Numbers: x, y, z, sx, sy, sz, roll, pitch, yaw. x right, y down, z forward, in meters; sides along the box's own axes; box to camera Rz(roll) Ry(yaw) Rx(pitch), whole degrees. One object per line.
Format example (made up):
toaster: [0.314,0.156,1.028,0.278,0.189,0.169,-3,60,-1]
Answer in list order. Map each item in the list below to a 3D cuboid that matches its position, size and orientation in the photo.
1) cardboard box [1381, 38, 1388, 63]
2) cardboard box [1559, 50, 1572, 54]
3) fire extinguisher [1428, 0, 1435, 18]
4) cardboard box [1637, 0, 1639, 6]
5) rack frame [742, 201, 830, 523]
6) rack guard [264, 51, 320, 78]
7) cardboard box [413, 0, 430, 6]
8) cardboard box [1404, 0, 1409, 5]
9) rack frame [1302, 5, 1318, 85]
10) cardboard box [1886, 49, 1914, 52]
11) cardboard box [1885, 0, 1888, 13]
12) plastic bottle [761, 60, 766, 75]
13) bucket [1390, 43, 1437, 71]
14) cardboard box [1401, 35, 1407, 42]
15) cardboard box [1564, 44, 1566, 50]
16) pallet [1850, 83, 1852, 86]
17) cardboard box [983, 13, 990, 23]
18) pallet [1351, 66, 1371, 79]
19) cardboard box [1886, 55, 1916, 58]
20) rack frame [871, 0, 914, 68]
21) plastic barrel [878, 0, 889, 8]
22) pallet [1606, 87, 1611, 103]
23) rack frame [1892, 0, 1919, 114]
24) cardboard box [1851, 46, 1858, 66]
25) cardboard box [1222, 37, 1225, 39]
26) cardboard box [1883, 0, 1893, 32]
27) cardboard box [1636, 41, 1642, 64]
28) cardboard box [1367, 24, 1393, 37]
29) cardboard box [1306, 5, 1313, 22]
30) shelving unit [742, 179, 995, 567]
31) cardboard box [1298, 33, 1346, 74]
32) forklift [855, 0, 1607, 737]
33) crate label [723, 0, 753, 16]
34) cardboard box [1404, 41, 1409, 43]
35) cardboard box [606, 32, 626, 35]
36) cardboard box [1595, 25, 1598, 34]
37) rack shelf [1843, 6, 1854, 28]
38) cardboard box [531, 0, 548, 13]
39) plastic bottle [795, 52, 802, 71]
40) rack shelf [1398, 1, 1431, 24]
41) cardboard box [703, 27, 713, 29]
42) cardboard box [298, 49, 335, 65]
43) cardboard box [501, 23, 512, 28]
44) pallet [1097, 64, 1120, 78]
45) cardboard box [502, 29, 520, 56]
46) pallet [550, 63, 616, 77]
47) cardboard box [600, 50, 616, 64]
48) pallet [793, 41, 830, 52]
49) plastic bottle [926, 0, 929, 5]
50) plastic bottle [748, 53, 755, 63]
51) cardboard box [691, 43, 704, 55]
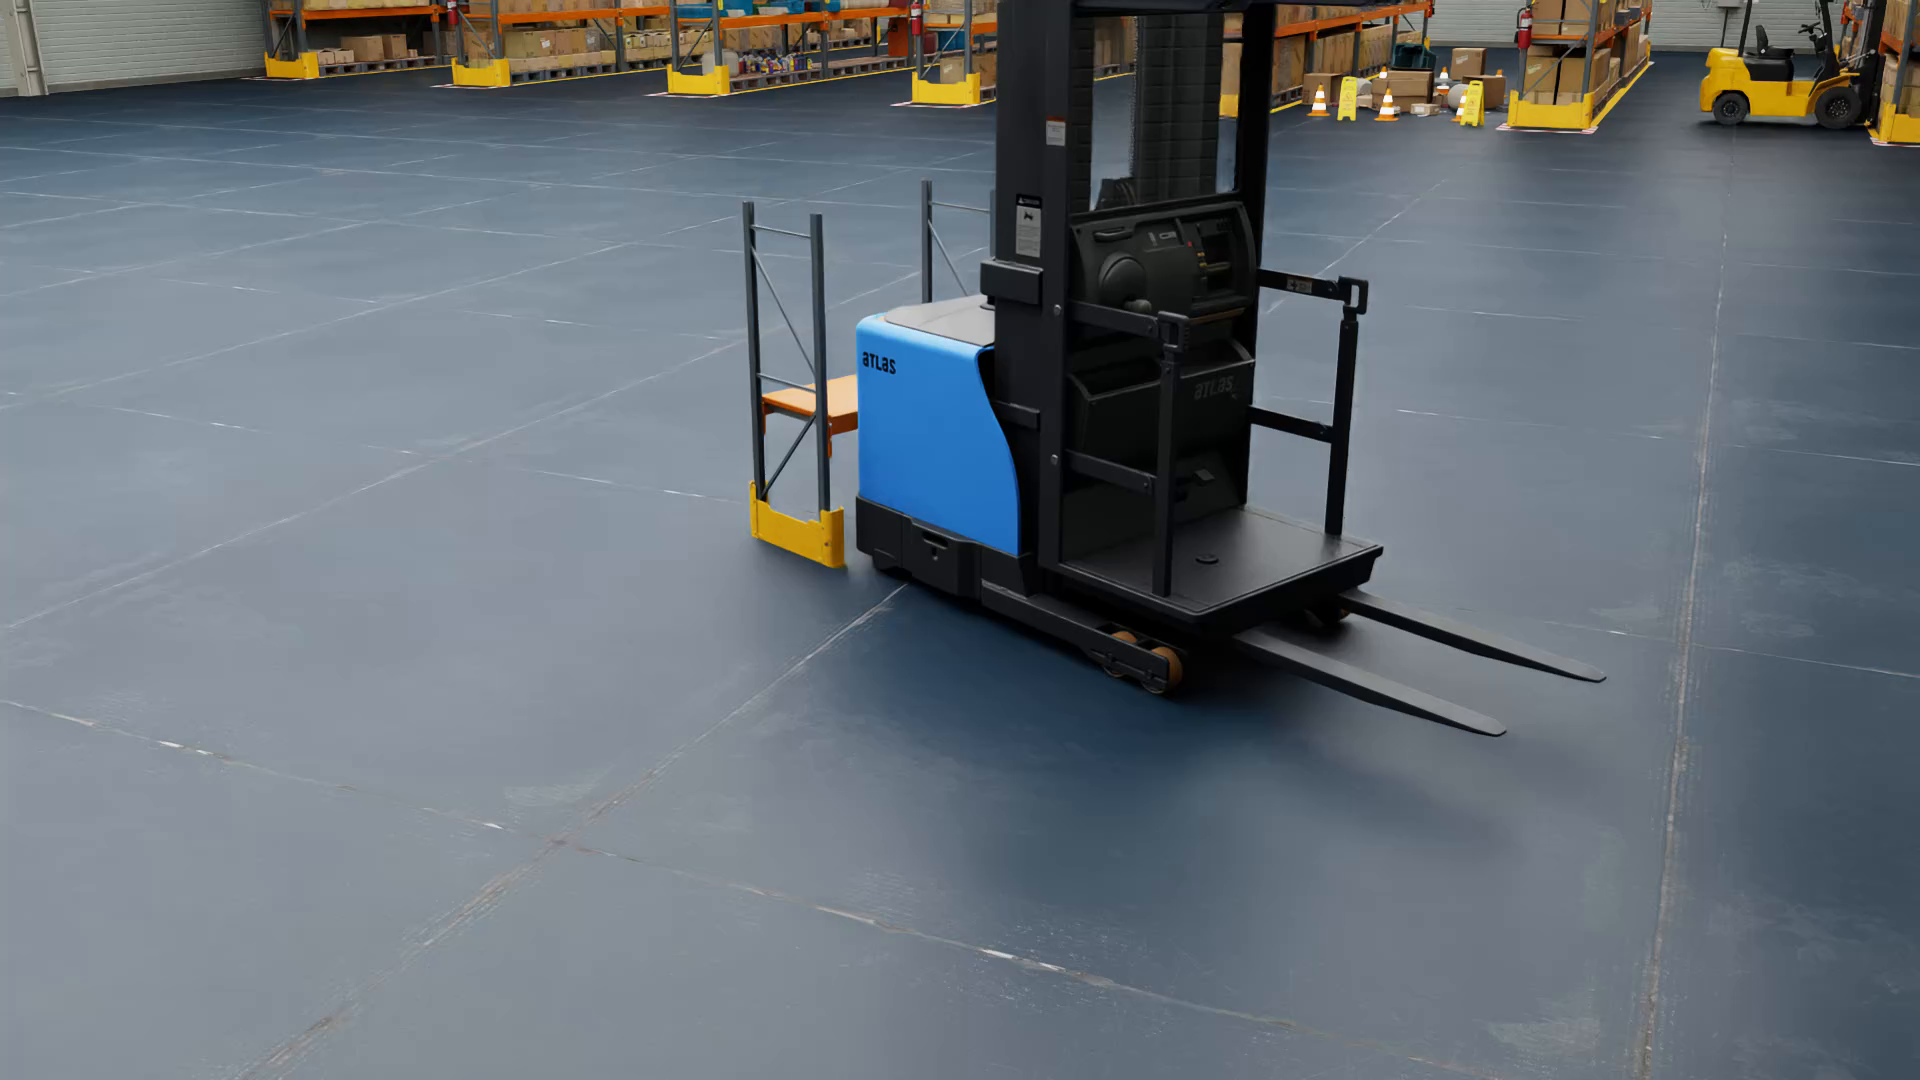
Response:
cardboard box: [8.840,-10.494,35.604,0.500,0.500,0.500,8,21,21]
cardboard box: [9.495,-7.586,26.682,0.500,0.500,0.500,10,22,26]
fire extinguisher: [11.286,-12.916,39.982,0.296,0.674,0.183,9,21,23]
cardboard box: [13.294,-10.694,33.285,0.500,0.250,0.500,8,21,21]
rack frame: [-0.736,-0.663,7.095,0.032,1.500,0.500,-18,26,-40]
rack guard: [-13.799,-9.819,34.333,1.175,0.500,0.348,9,21,23]
cardboard box: [-12.110,-11.949,36.785,0.500,0.250,0.500,9,21,23]
cardboard box: [9.917,-12.143,37.512,0.380,0.149,0.250,9,21,24]
rack frame: [5.848,-9.446,29.553,1.000,3.000,0.127,9,21,23]
cardboard box: [16.305,-8.231,29.053,0.875,0.625,0.625,9,22,24]
cardboard box: [14.903,-8.468,26.280,0.500,0.250,0.500,8,21,22]
plastic bottle: [-3.766,-9.048,31.848,0.097,0.271,0.097,0,20,0]
bucket: [7.896,-8.262,28.840,0.726,0.611,0.620,18,16,41]
cardboard box: [9.944,-11.413,37.824,0.380,0.149,0.250,9,21,24]
cardboard box: [9.603,-8.028,26.956,0.380,0.149,0.250,9,22,25]
pallet: [17.414,-8.621,31.396,1.003,0.211,1.213,9,21,23]
cardboard box: [0.297,-9.019,28.727,0.380,0.149,0.250,9,21,23]
pallet: [7.807,-9.594,34.130,1.003,0.211,1.213,9,21,23]
cardboard box: [14.232,-7.231,25.311,0.500,0.250,0.500,9,21,23]
rack frame: [-1.516,-12.060,36.903,1.000,3.000,0.127,9,21,23]
plastic barrel: [-1.743,-11.769,35.917,0.421,0.512,0.421,0,20,0]
pallet: [10.723,-7.722,28.867,1.003,0.211,1.213,9,21,23]
rack frame: [13.297,-6.895,22.380,1.000,3.000,0.127,9,21,23]
cardboard box: [17.599,-9.302,32.253,0.500,0.500,0.500,8,21,22]
cardboard box: [6.089,-12.816,41.573,0.875,0.875,0.875,9,21,23]
cardboard box: [14.515,-8.065,25.521,0.500,0.500,0.500,8,21,21]
cardboard box: [14.036,-10.411,35.464,0.875,0.438,0.875,8,21,22]
cardboard box: [9.050,-11.003,35.915,0.500,0.250,0.500,8,21,21]
cardboard box: [5.708,-9.402,29.206,0.875,0.550,0.550,9,21,23]
shelving unit: [-0.360,-0.782,7.430,1.083,1.500,0.587,-18,26,-40]
cardboard box: [6.800,-9.365,32.056,1.050,0.750,0.750,9,21,24]
forklift: [0.903,-1.024,5.973,1.130,2.935,3.031,-16,25,-38]
crate label: [-4.285,-10.231,31.707,0.502,0.435,0.616,9,21,23]
cardboard box: [10.061,-11.354,38.101,0.380,0.149,0.250,8,21,22]
cardboard box: [-7.560,-11.007,36.584,0.500,0.311,0.500,9,22,24]
cardboard box: [9.368,-7.681,24.965,0.380,0.149,0.250,8,21,21]
rack shelf: [19.030,-10.836,34.534,1.077,0.370,4.000,9,21,23]
cardboard box: [-8.688,-10.795,33.198,0.700,0.500,0.500,9,21,23]
plastic bottle: [-3.234,-9.501,33.005,0.144,0.351,0.185,7,21,20]
rack shelf: [9.943,-12.164,38.269,1.077,0.370,4.000,9,21,23]
cardboard box: [-5.865,-12.088,40.057,0.500,0.500,0.500,9,22,25]
cardboard box: [-13.465,-10.113,34.785,0.500,0.311,0.500,6,20,17]
cardboard box: [-11.092,-12.409,39.840,0.500,0.250,0.500,9,21,24]
pallet: [2.681,-9.828,34.788,1.003,0.211,1.213,9,21,23]
cardboard box: [-8.966,-10.063,33.646,0.500,0.500,0.500,9,21,23]
pallet: [-8.036,-9.967,35.179,1.003,0.211,1.213,9,21,23]
cardboard box: [-7.662,-10.248,35.286,0.500,0.250,0.500,9,21,23]
pallet: [-4.114,-12.859,43.313,1.003,0.211,1.213,9,21,23]
plastic bottle: [-0.758,-12.269,37.665,0.061,0.283,0.133,9,21,23]
plastic bottle: [-4.115,-9.419,32.773,0.144,0.351,0.185,8,21,22]
cardboard box: [-6.235,-11.291,38.217,0.500,0.250,0.500,8,21,22]
